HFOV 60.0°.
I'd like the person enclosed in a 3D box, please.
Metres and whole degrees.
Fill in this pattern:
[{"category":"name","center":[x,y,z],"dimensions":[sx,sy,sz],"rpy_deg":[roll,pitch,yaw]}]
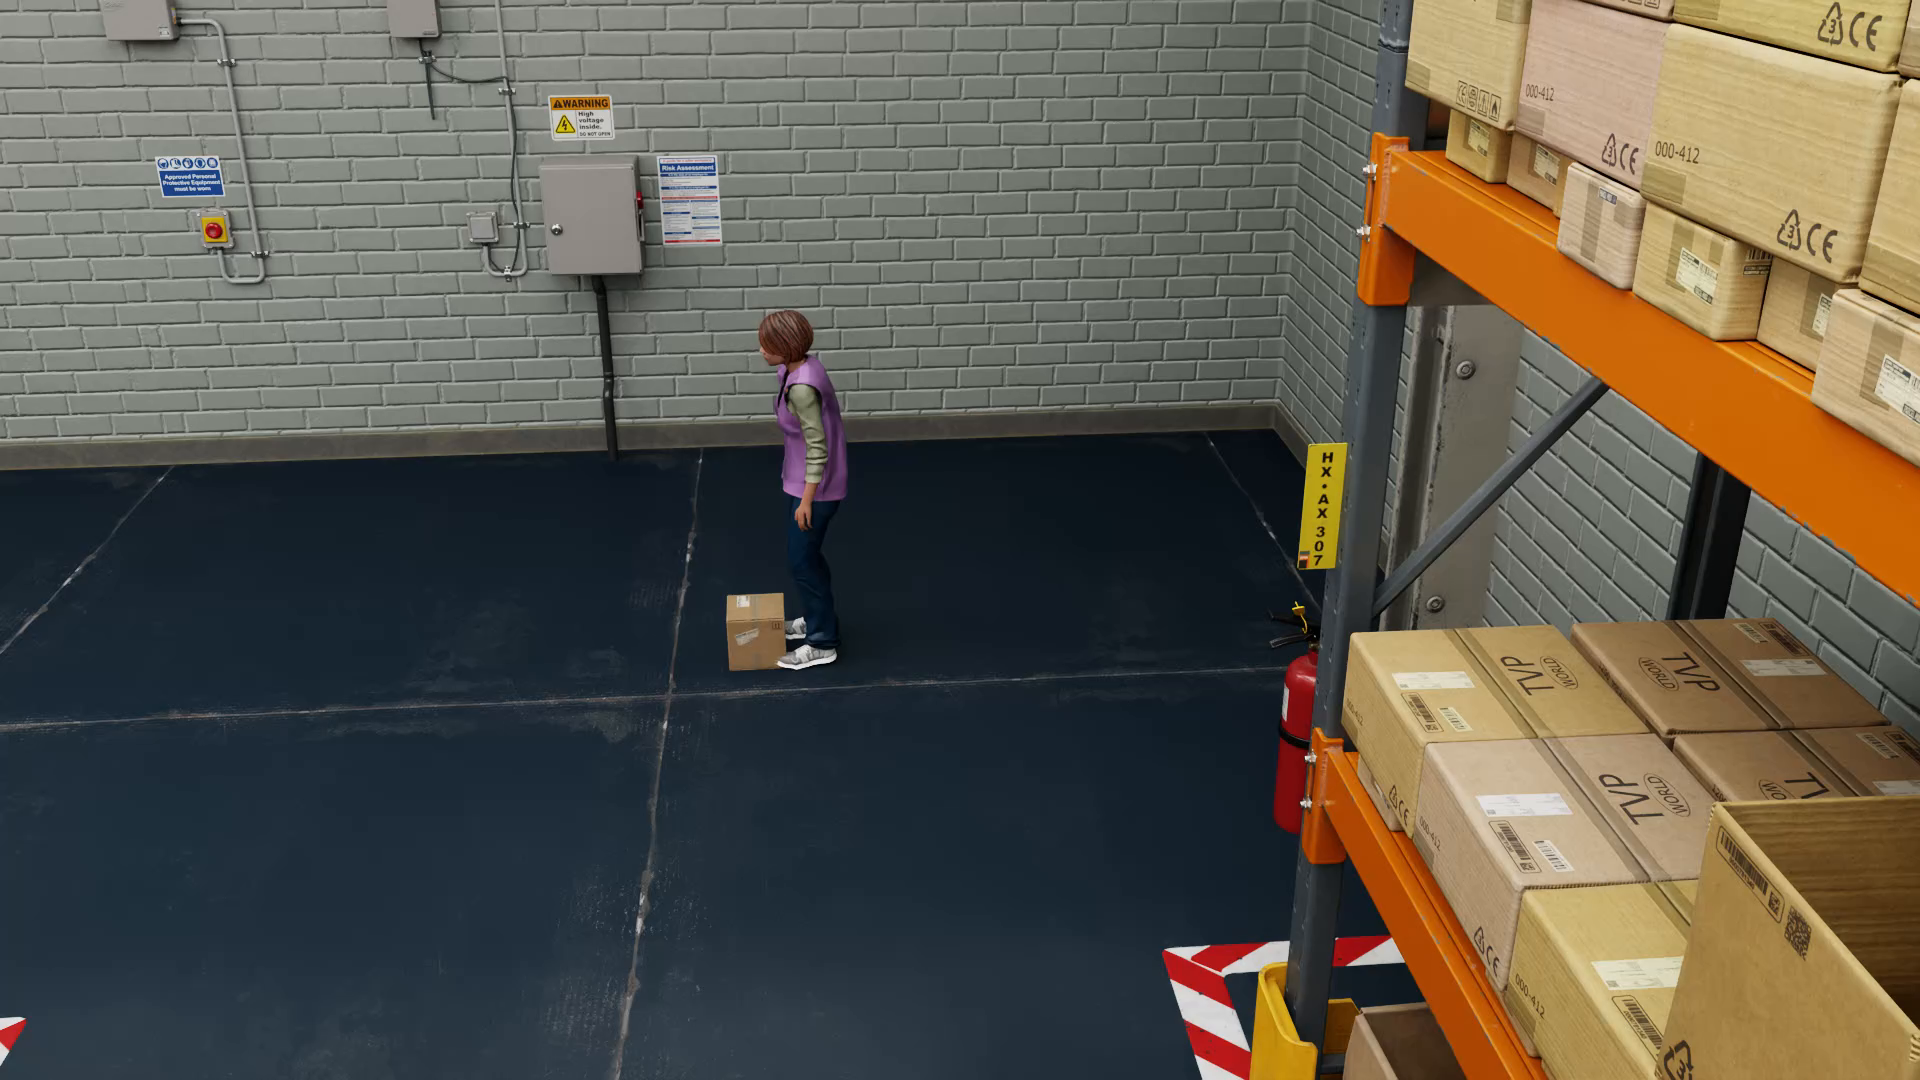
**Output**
[{"category":"person","center":[-0.655,-0.219,7.106],"dimensions":[0.346,1.592,0.484],"rpy_deg":[-4,24,-8]}]
